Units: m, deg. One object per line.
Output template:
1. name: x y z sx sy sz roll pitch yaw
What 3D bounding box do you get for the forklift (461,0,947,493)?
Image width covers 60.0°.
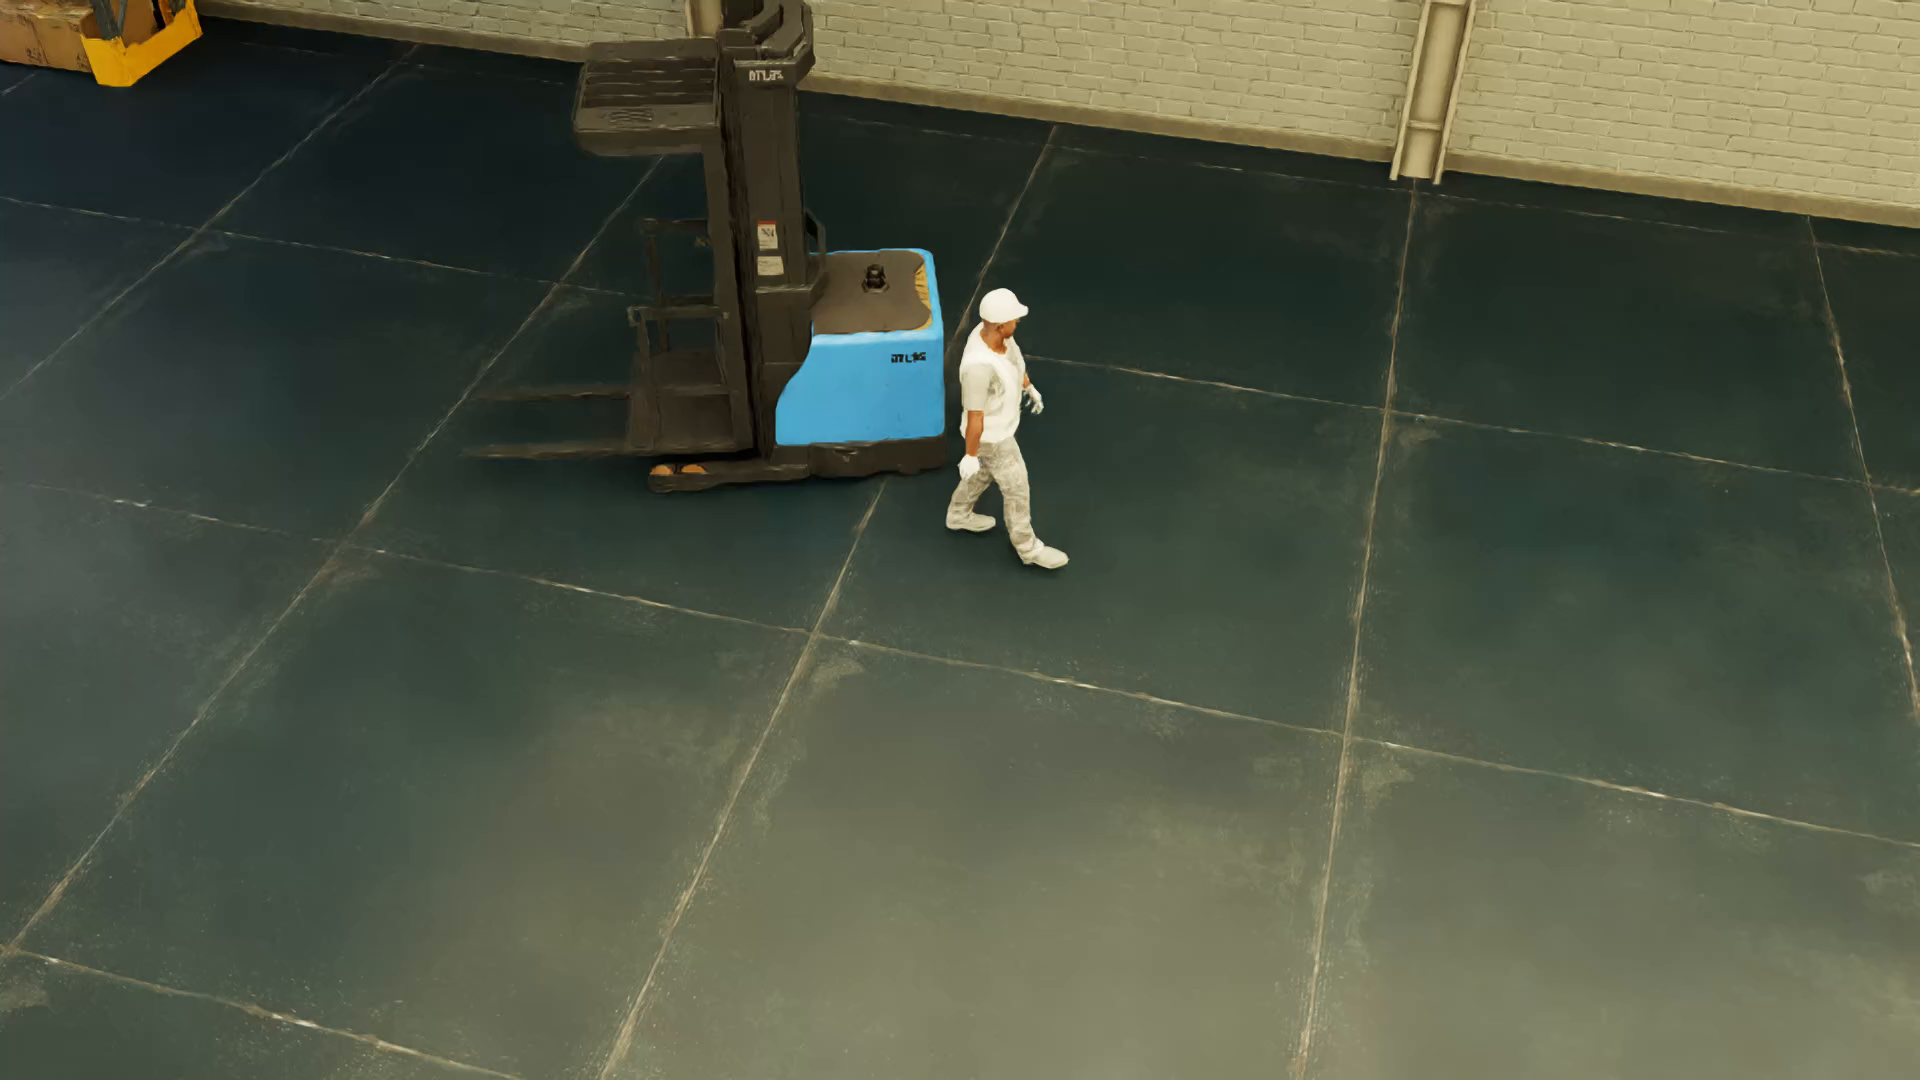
1. forklift: -1.629 -1.763 9.873 3.031 2.935 1.130 -3 41 -4

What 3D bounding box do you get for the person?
1. person: 0.284 -0.647 9.458 0.781 1.751 0.732 6 42 7
